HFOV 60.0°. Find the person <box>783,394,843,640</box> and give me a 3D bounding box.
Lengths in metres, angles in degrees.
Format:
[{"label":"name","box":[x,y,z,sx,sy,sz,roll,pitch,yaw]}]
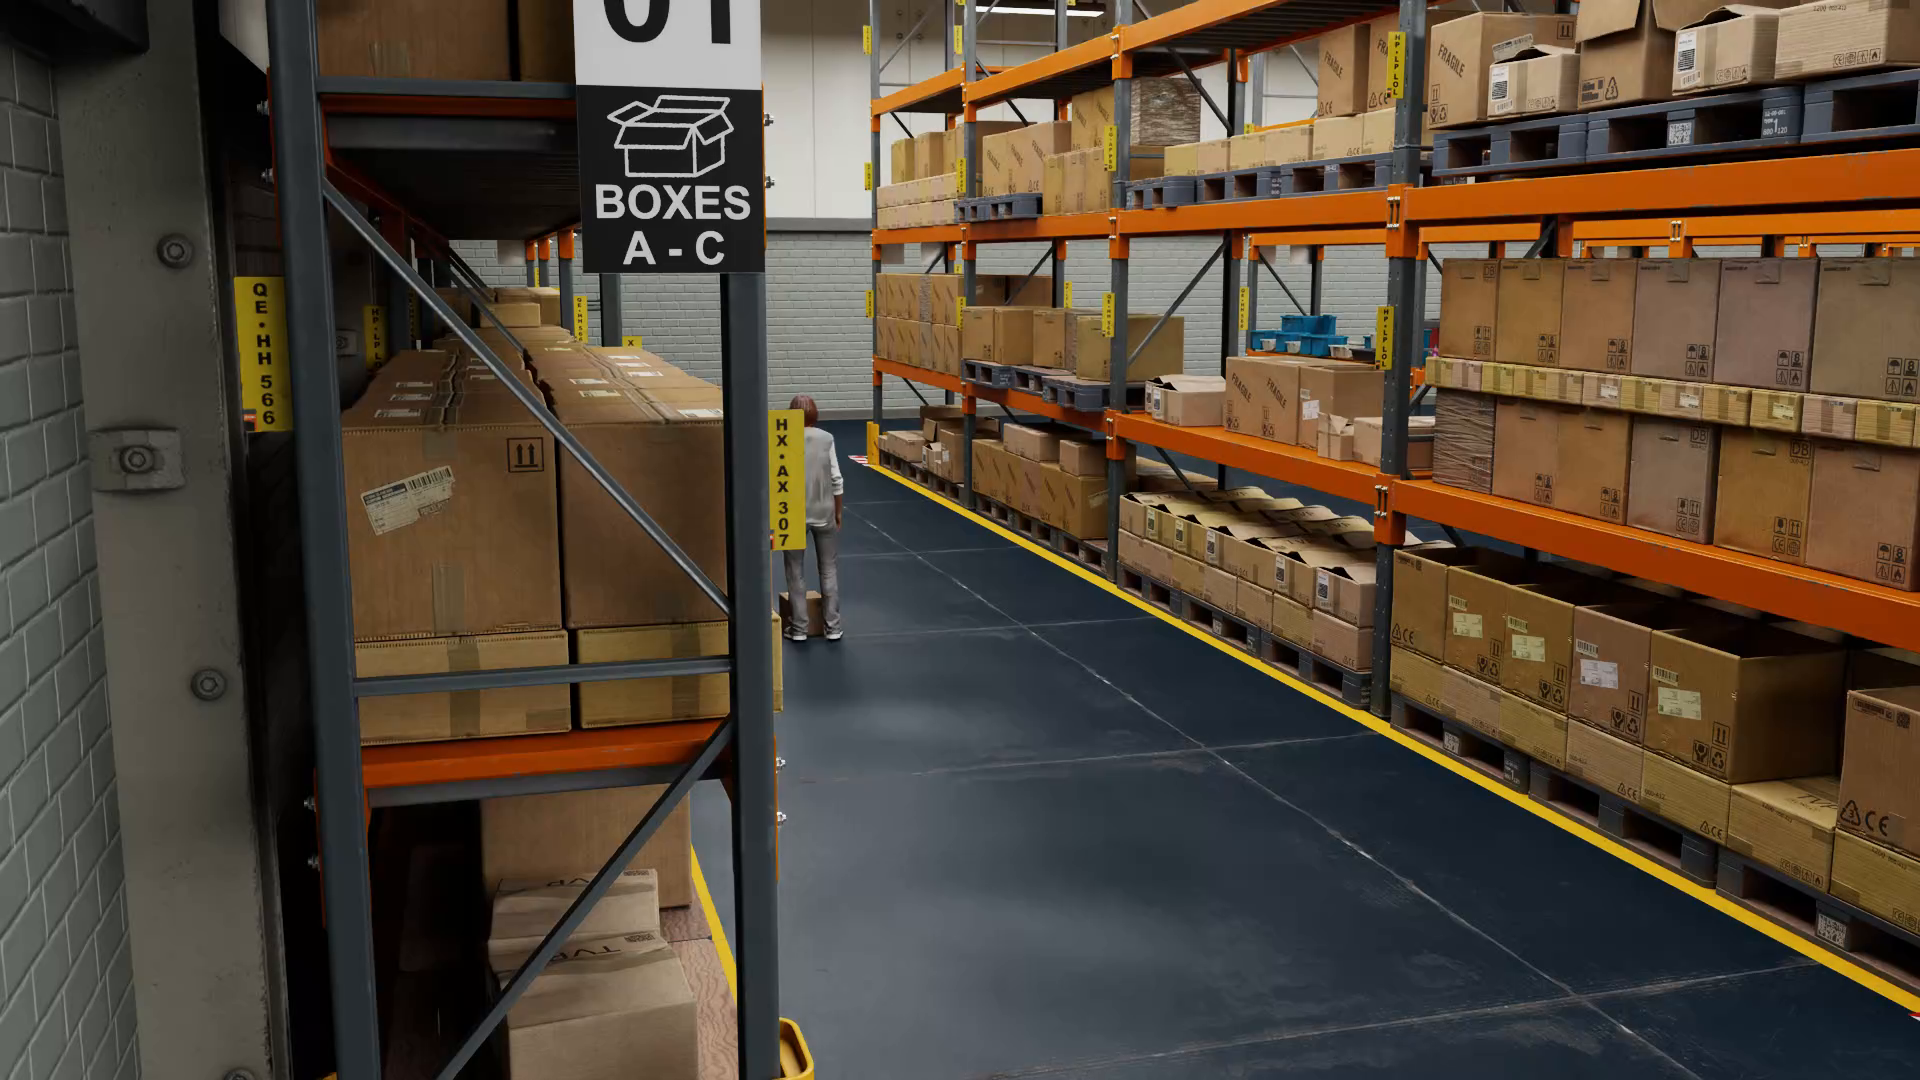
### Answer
[{"label":"person","box":[-0.981,-0.137,10.737,0.463,1.593,0.364,-3,10,-16]}]
